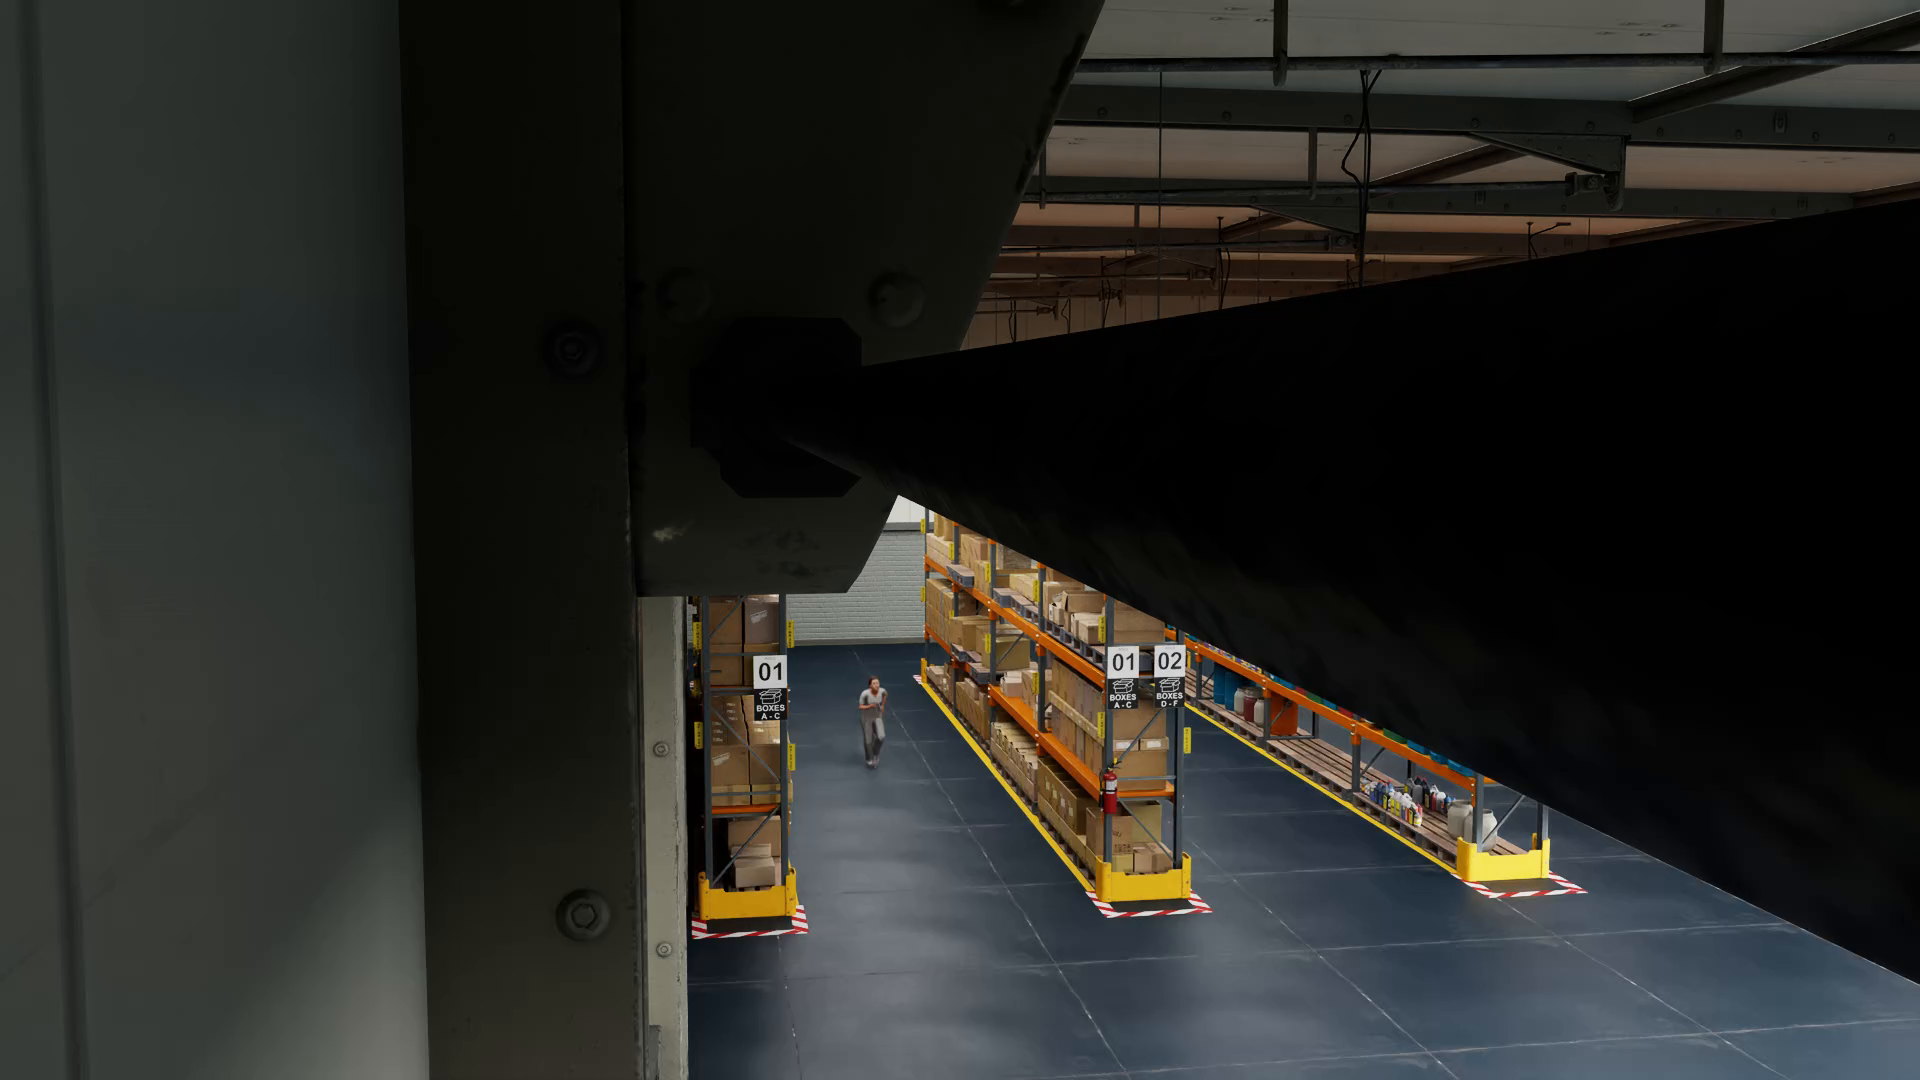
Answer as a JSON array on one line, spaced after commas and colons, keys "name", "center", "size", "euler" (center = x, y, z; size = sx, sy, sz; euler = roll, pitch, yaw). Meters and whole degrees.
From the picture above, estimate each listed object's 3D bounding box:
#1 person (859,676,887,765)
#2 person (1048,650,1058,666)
[{"name": "person", "center": [-1.456, 3.052, 27.996], "size": [0.546, 1.588, 0.818], "euler": [-1, 5, -15]}, {"name": "person", "center": [2.047, 2.434, 34.747], "size": [0.658, 1.685, 0.716], "euler": [-1, 5, -14]}]
